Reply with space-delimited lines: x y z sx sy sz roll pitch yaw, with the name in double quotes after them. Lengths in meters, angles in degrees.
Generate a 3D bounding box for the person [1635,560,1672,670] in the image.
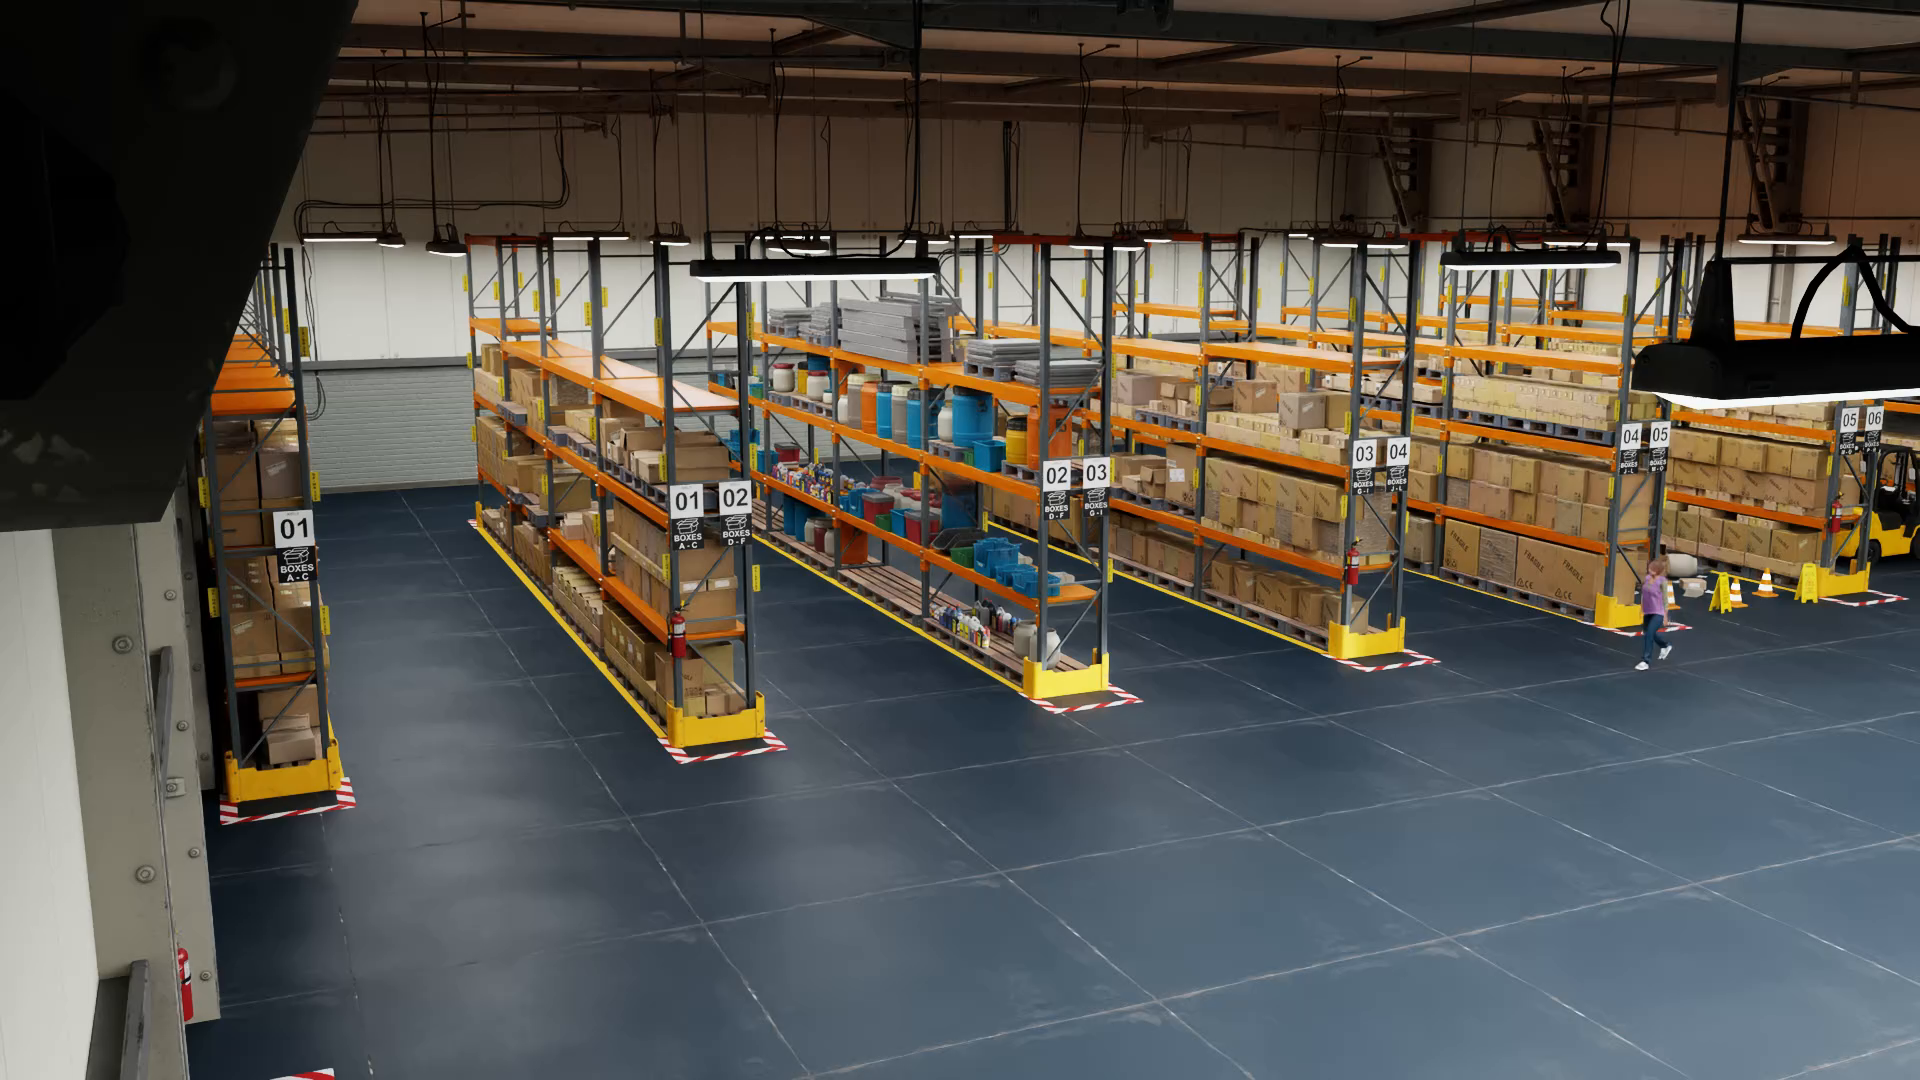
9.901 1.030 23.629 0.819 1.564 0.430 -6 12 -28 "person"
